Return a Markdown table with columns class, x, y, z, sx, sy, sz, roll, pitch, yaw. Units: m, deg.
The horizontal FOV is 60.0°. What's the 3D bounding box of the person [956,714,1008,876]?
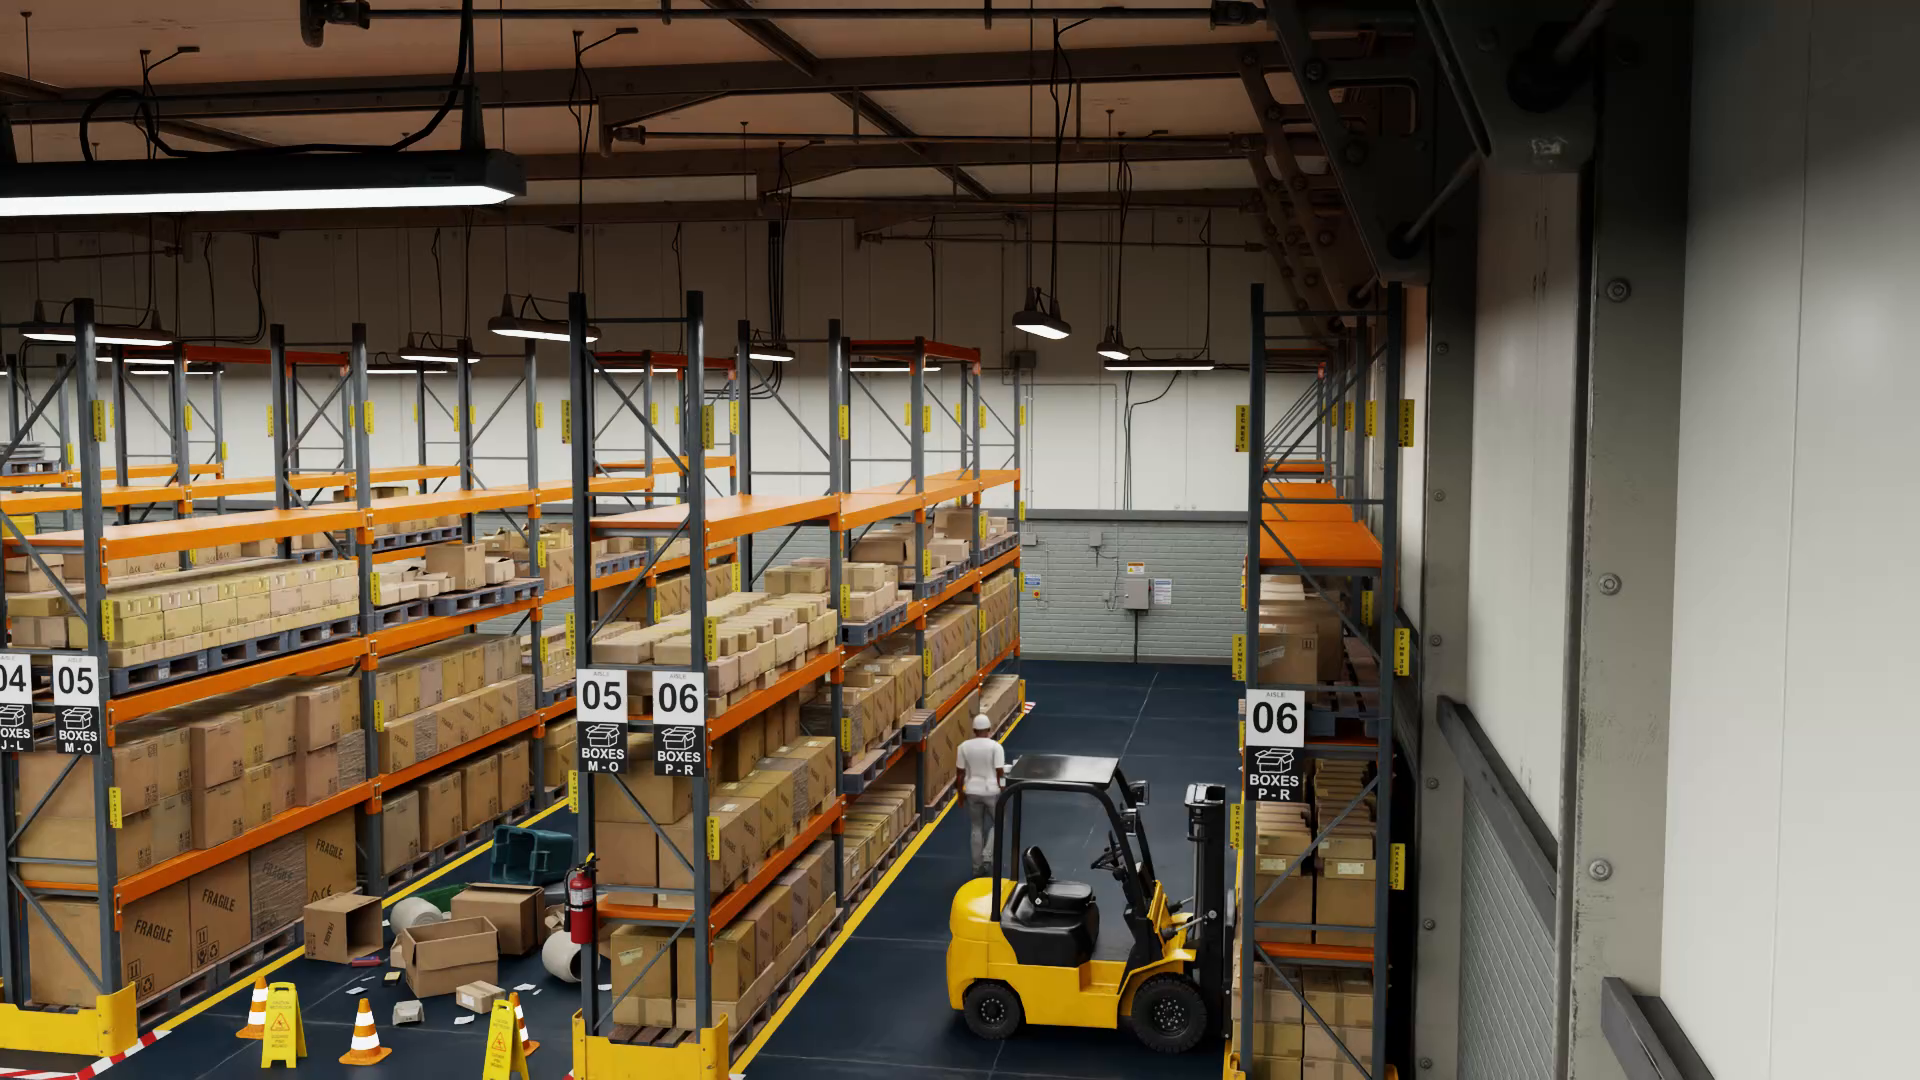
| class | x | y | z | sx | sy | sz | roll | pitch | yaw |
| --- | --- | --- | --- | --- | --- | --- | --- | --- | --- |
| person | 0.241 | 2.806 | 18.347 | 0.610 | 1.755 | 0.490 | 2 | 5 | 19 |
